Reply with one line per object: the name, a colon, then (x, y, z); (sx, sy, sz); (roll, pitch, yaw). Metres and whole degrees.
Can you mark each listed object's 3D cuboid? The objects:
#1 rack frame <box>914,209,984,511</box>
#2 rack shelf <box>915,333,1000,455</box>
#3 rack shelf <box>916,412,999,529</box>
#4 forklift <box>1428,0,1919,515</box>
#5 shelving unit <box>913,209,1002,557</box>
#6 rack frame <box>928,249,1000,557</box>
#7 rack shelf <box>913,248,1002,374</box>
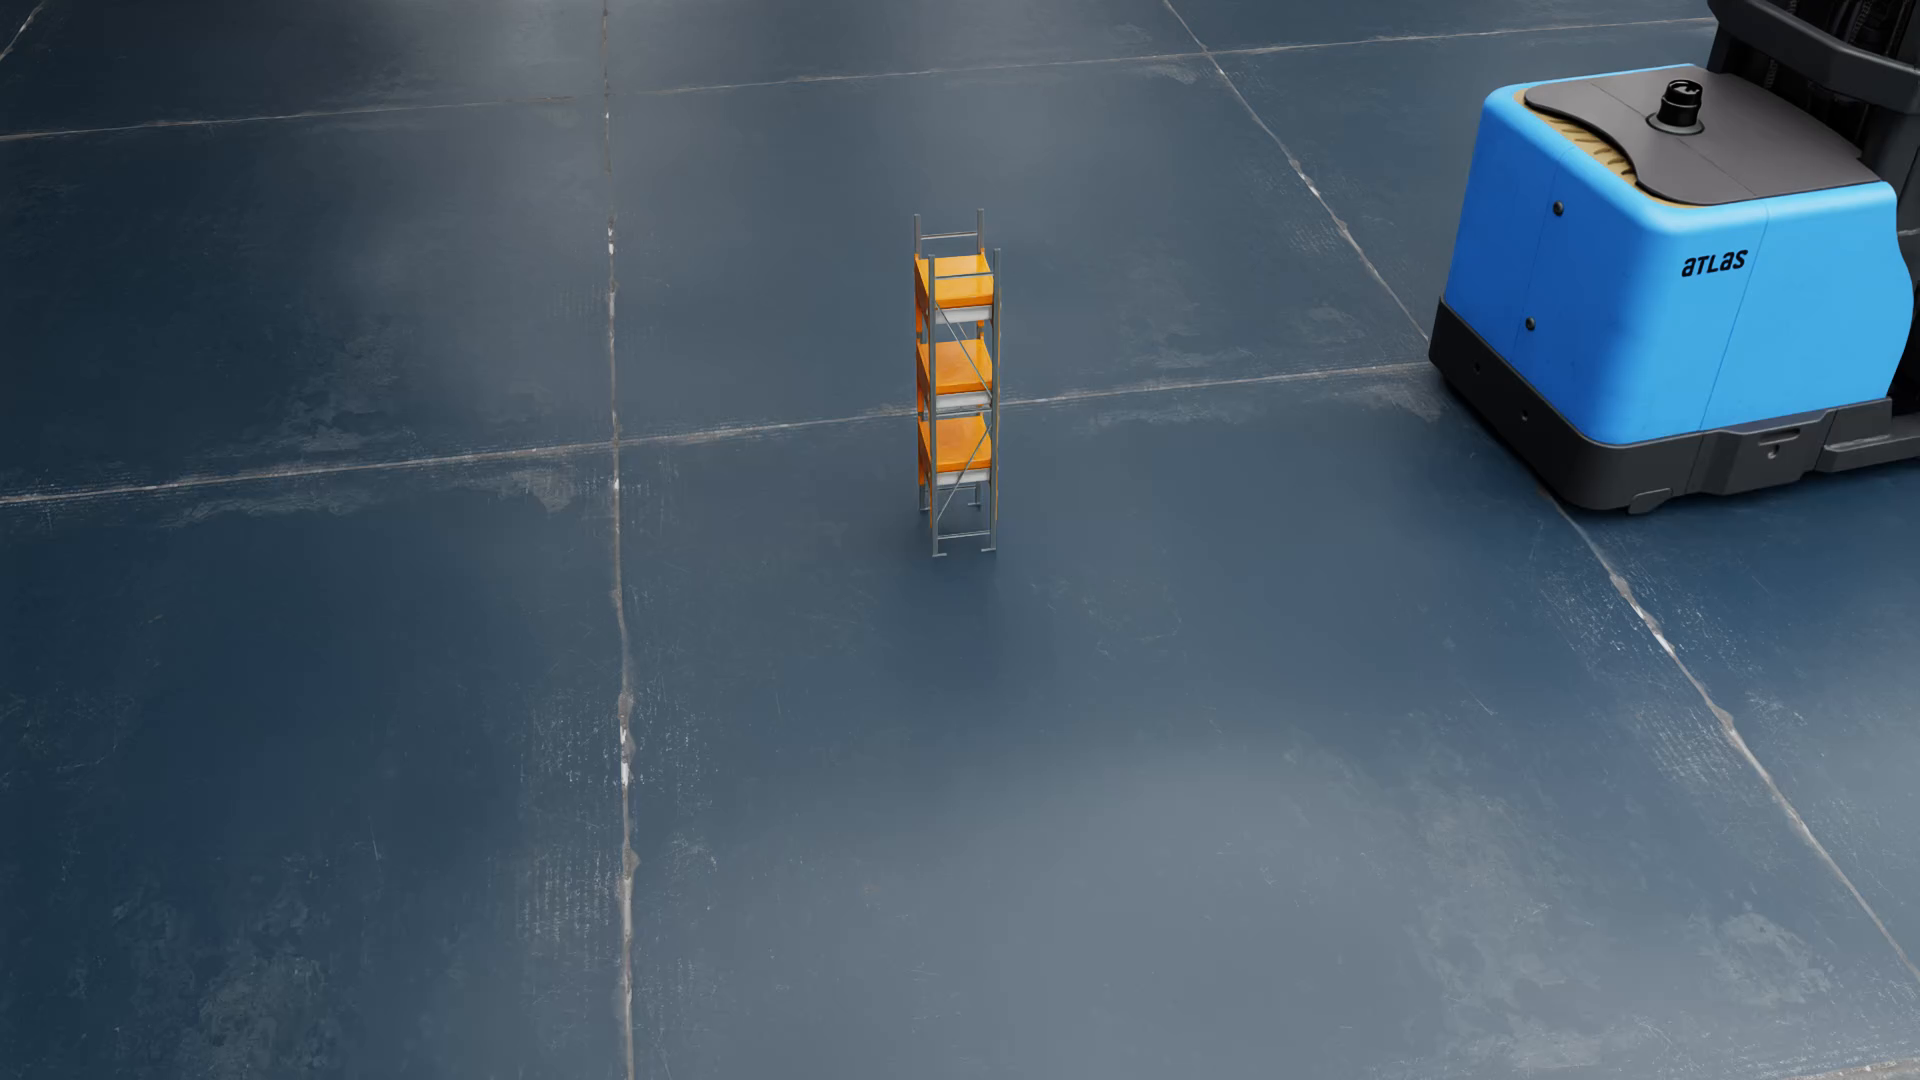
rack frame: (-0.031, -0.521, 5.064); (0.200, 1.050, 0.008); (-6, 38, -8)
rack shelf: (-0.009, -0.439, 4.976); (0.215, 0.259, 0.240); (-6, 38, -8)
rack shelf: (-0.009, -0.219, 5.147); (0.215, 0.259, 0.240); (-6, 38, -8)
forklift: (3.259, -1.746, 5.109); (3.031, 2.935, 1.130); (-10, 39, -13)
shelving unit: (-0.009, -0.447, 4.970); (0.215, 1.050, 0.252); (-6, 38, -8)
rack frame: (0.012, -0.373, 4.875); (0.200, 1.050, 0.008); (-6, 38, -8)
rack shelf: (-0.009, -0.663, 4.802); (0.215, 0.259, 0.240); (-6, 38, -8)
